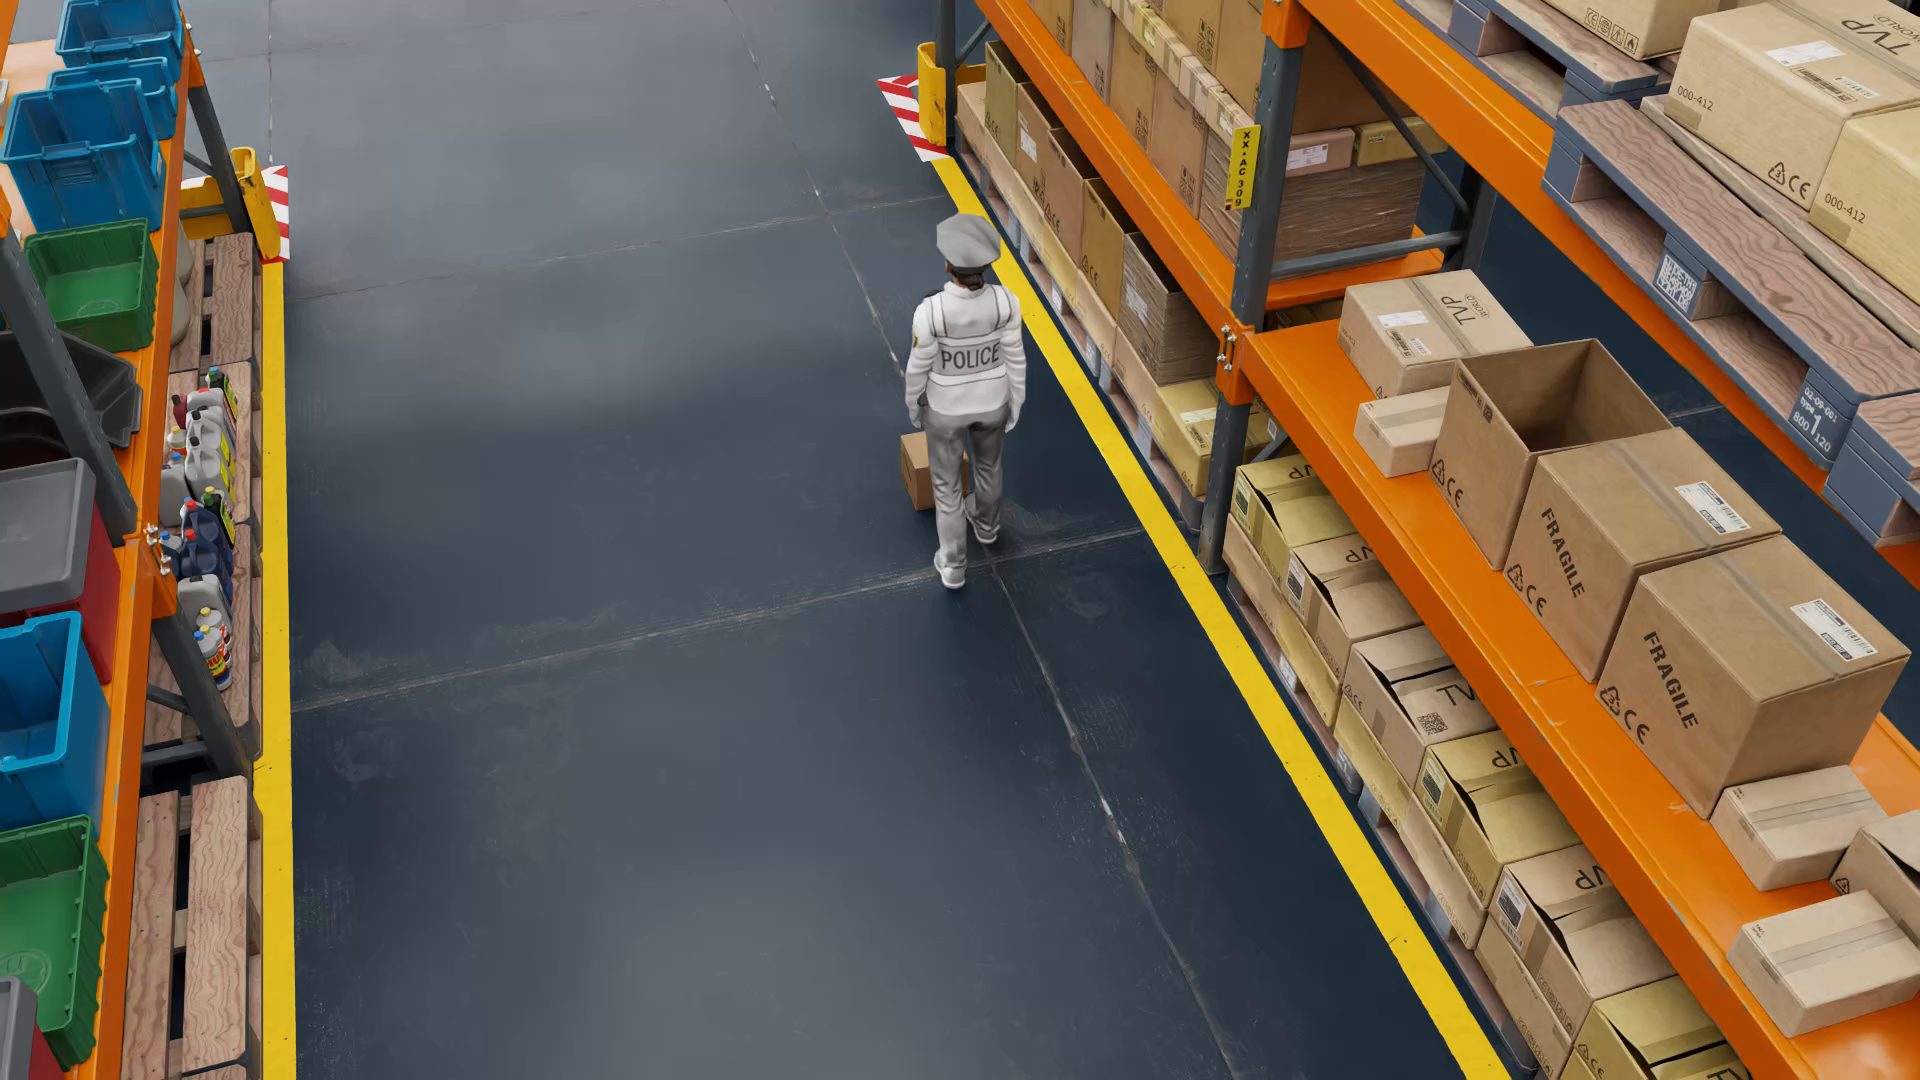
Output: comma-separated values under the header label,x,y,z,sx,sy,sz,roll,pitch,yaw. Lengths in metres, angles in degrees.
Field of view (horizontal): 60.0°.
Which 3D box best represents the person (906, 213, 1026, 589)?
label,x,y,z,sx,sy,sz,roll,pitch,yaw
person,0.009,-0.583,6.779,0.480,1.690,0.538,-12,44,-12
